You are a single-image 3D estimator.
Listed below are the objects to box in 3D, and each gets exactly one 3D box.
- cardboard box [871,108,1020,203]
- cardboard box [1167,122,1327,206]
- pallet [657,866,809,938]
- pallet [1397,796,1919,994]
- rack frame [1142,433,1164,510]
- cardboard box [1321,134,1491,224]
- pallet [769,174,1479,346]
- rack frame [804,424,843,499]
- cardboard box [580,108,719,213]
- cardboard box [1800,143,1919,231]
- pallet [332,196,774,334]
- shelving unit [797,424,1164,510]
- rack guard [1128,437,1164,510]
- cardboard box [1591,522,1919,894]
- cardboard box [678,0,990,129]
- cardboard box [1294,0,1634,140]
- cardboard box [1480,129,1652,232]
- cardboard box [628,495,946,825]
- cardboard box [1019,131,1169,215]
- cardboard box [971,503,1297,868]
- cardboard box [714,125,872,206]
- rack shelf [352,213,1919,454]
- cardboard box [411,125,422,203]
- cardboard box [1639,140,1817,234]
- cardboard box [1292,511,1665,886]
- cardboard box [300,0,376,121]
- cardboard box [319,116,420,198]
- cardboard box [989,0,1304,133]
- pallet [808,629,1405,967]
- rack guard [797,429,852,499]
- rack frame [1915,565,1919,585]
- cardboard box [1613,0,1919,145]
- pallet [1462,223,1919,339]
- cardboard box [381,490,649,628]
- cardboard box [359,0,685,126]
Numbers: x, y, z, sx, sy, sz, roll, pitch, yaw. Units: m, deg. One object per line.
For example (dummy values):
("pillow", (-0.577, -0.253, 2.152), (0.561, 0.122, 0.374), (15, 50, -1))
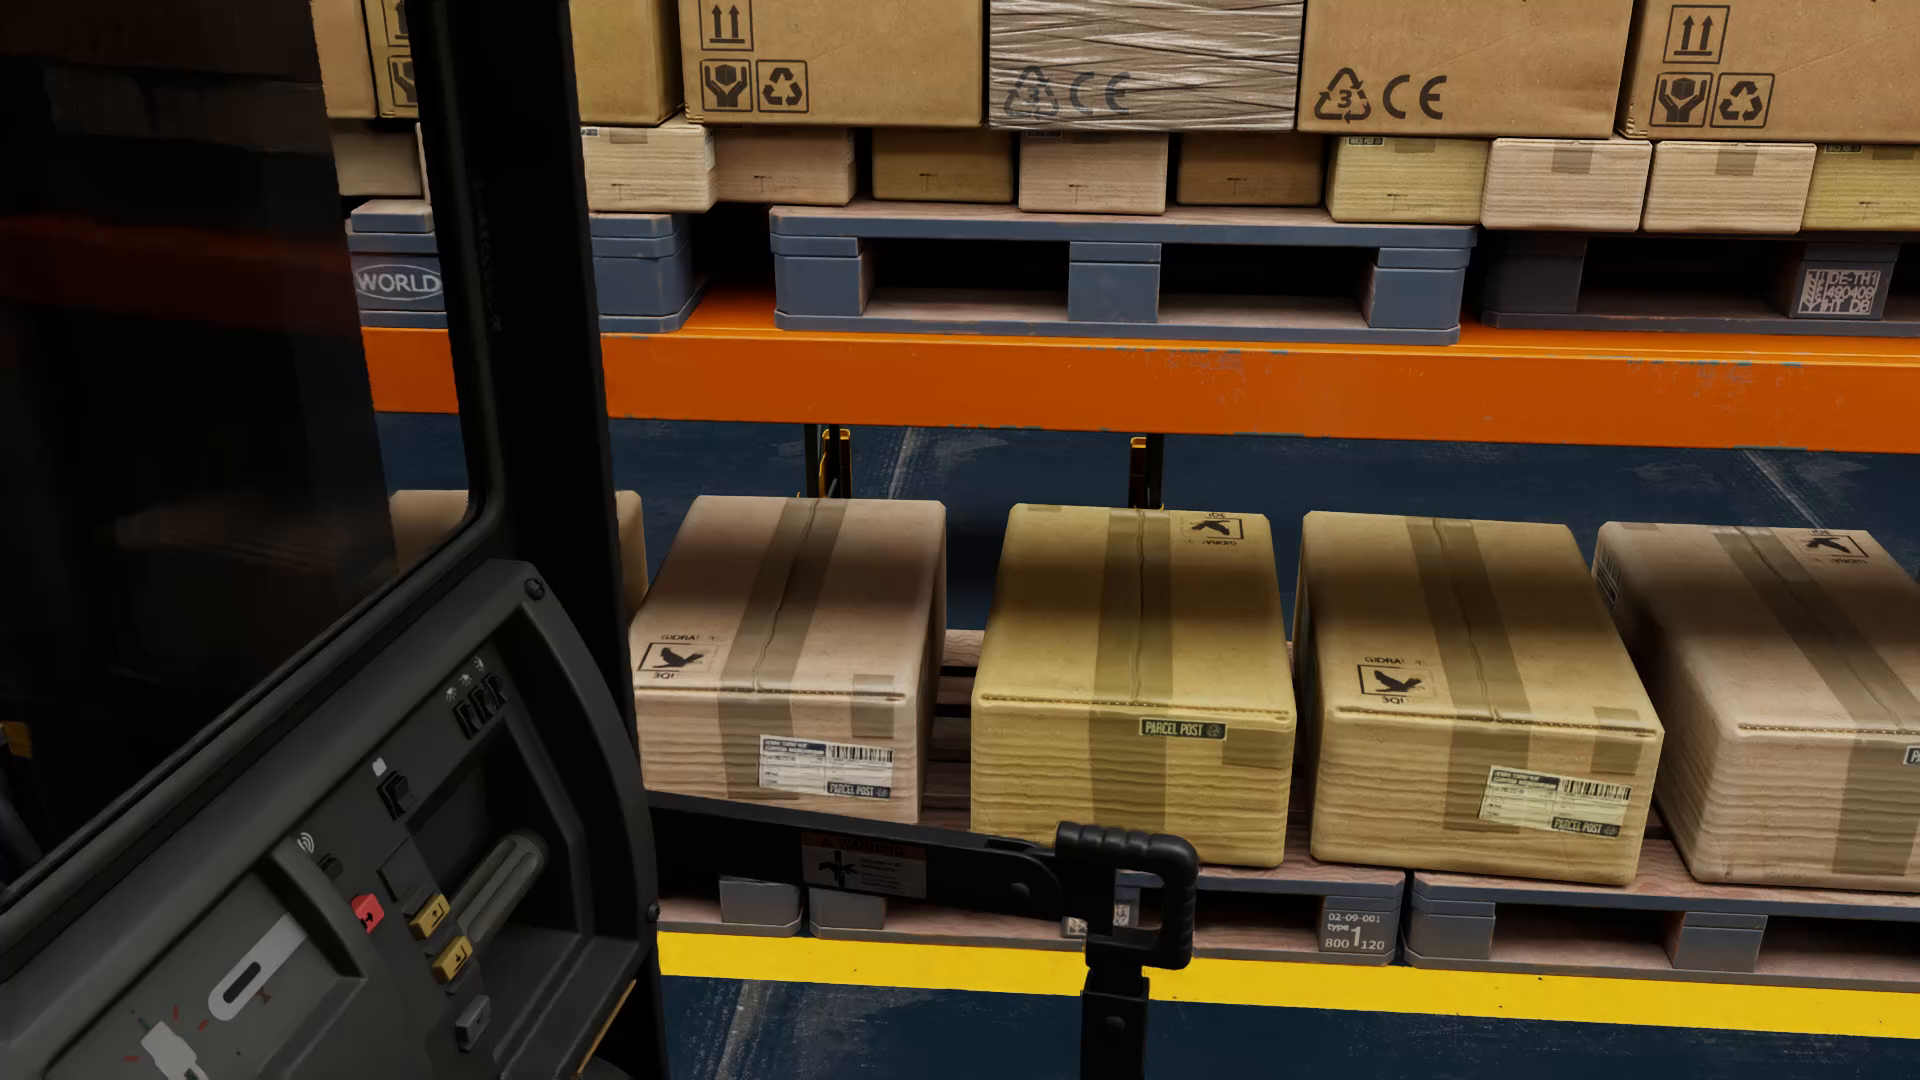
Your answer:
("cardboard box", (-0.010, -0.741, 3.070), (0.250, 0.149, 0.380), (3, 25, 6))
("cardboard box", (0.511, -0.729, 3.043), (0.250, 0.149, 0.380), (1, 25, 2))
("pallet", (-0.893, 0.504, 3.903), (1.213, 0.211, 1.003), (2, 25, 4))
("pallet", (1.540, 0.582, 3.733), (1.213, 0.211, 1.003), (2, 25, 4))
("rack frame", (0.592, -0.662, 4.895), (0.032, 1.500, 0.500), (2, 25, 4))
("cardboard box", (0.766, -0.677, 2.932), (0.250, 0.149, 0.380), (2, 25, 4))
("pallet", (0.305, -0.655, 3.315), (1.213, 0.211, 1.003), (2, 25, 4))
("rack frame", (-0.422, -0.695, 4.966), (0.032, 1.500, 0.500), (2, 25, 4))
("cardboard box", (-0.541, -0.709, 3.001), (0.250, 0.149, 0.380), (2, 25, 4))
("cardboard box", (1.521, -0.655, 2.882), (0.250, 0.149, 0.380), (1, 25, 2))
("pallet", (-0.953, -0.723, 3.463), (1.003, 0.211, 1.213), (2, 25, 4))
("shelving unit", (0.076, -0.679, 4.931), (1.083, 1.500, 0.587), (2, 25, 4))
("rack guard", (0.573, -0.095, 5.158), (0.087, 0.250, 0.587), (2, 25, 4))
("cardboard box", (1.793, 0.327, 3.593), (0.625, 0.372, 0.950), (2, 25, 5))
("cardboard box", (-0.191, -1.021, 2.903), (0.500, 0.500, 0.500), (2, 25, 5))
("cardboard box", (0.830, -0.986, 2.825), (0.500, 0.500, 0.500), (3, 25, 6))
("cardboard box", (1.007, -0.654, 2.882), (0.250, 0.149, 0.380), (2, 25, 4))
("cardboard box", (-0.373, 0.257, 3.745), (0.625, 0.372, 0.950), (1, 25, 3))
("cardboard box", (0.246, -0.706, 2.993), (0.250, 0.149, 0.380), (3, 25, 6))
("cardboard box", (0.383, 0.283, 3.687), (0.625, 0.372, 0.950), (3, 25, 6))
("cardboard box", (-0.294, -0.734, 3.054), (0.250, 0.149, 0.380), (3, 25, 7))
("rack shelf", (0.322, -0.398, 3.387), (4.000, 0.370, 1.077), (2, 25, 4))
("cardboard box", (-0.813, -0.726, 3.038), (0.250, 0.149, 0.380), (0, 25, 1))
("cardboard box", (1.261, -0.648, 2.868), (0.250, 0.149, 0.380), (1, 25, 3))
("cardboard box", (1.076, 0.305, 3.640), (0.625, 0.372, 0.950), (3, 25, 7))
("cardboard box", (-1.241, -1.049, 2.964), (0.500, 0.500, 0.500), (1, 25, 3))
("cardboard box", (-1.083, -0.754, 3.099), (0.250, 0.149, 0.380), (0, 25, 1))
("cardboard box", (0.307, -1.002, 2.861), (0.500, 0.500, 0.500), (1, 25, 2))
("pallet", (0.320, 0.544, 3.816), (1.213, 0.211, 1.003), (2, 25, 4))
("rack guard", (-0.421, -0.127, 5.227), (0.087, 0.250, 0.587), (2, 25, 4))
("rack frame", (2.316, -0.661, 3.097), (0.127, 3.000, 1.000), (2, 25, 4))
("cardboard box", (1.344, -0.966, 2.784), (0.500, 0.500, 0.500), (2, 25, 4))
("pallet", (1.566, -0.659, 3.322), (1.213, 0.211, 1.003), (2, 25, 4))
("cardboard box", (-1.109, 0.237, 3.789), (0.625, 0.372, 0.950), (0, 25, 0))
("cardboard box", (-0.721, -1.035, 2.934), (0.500, 0.500, 0.500), (3, 25, 7))
